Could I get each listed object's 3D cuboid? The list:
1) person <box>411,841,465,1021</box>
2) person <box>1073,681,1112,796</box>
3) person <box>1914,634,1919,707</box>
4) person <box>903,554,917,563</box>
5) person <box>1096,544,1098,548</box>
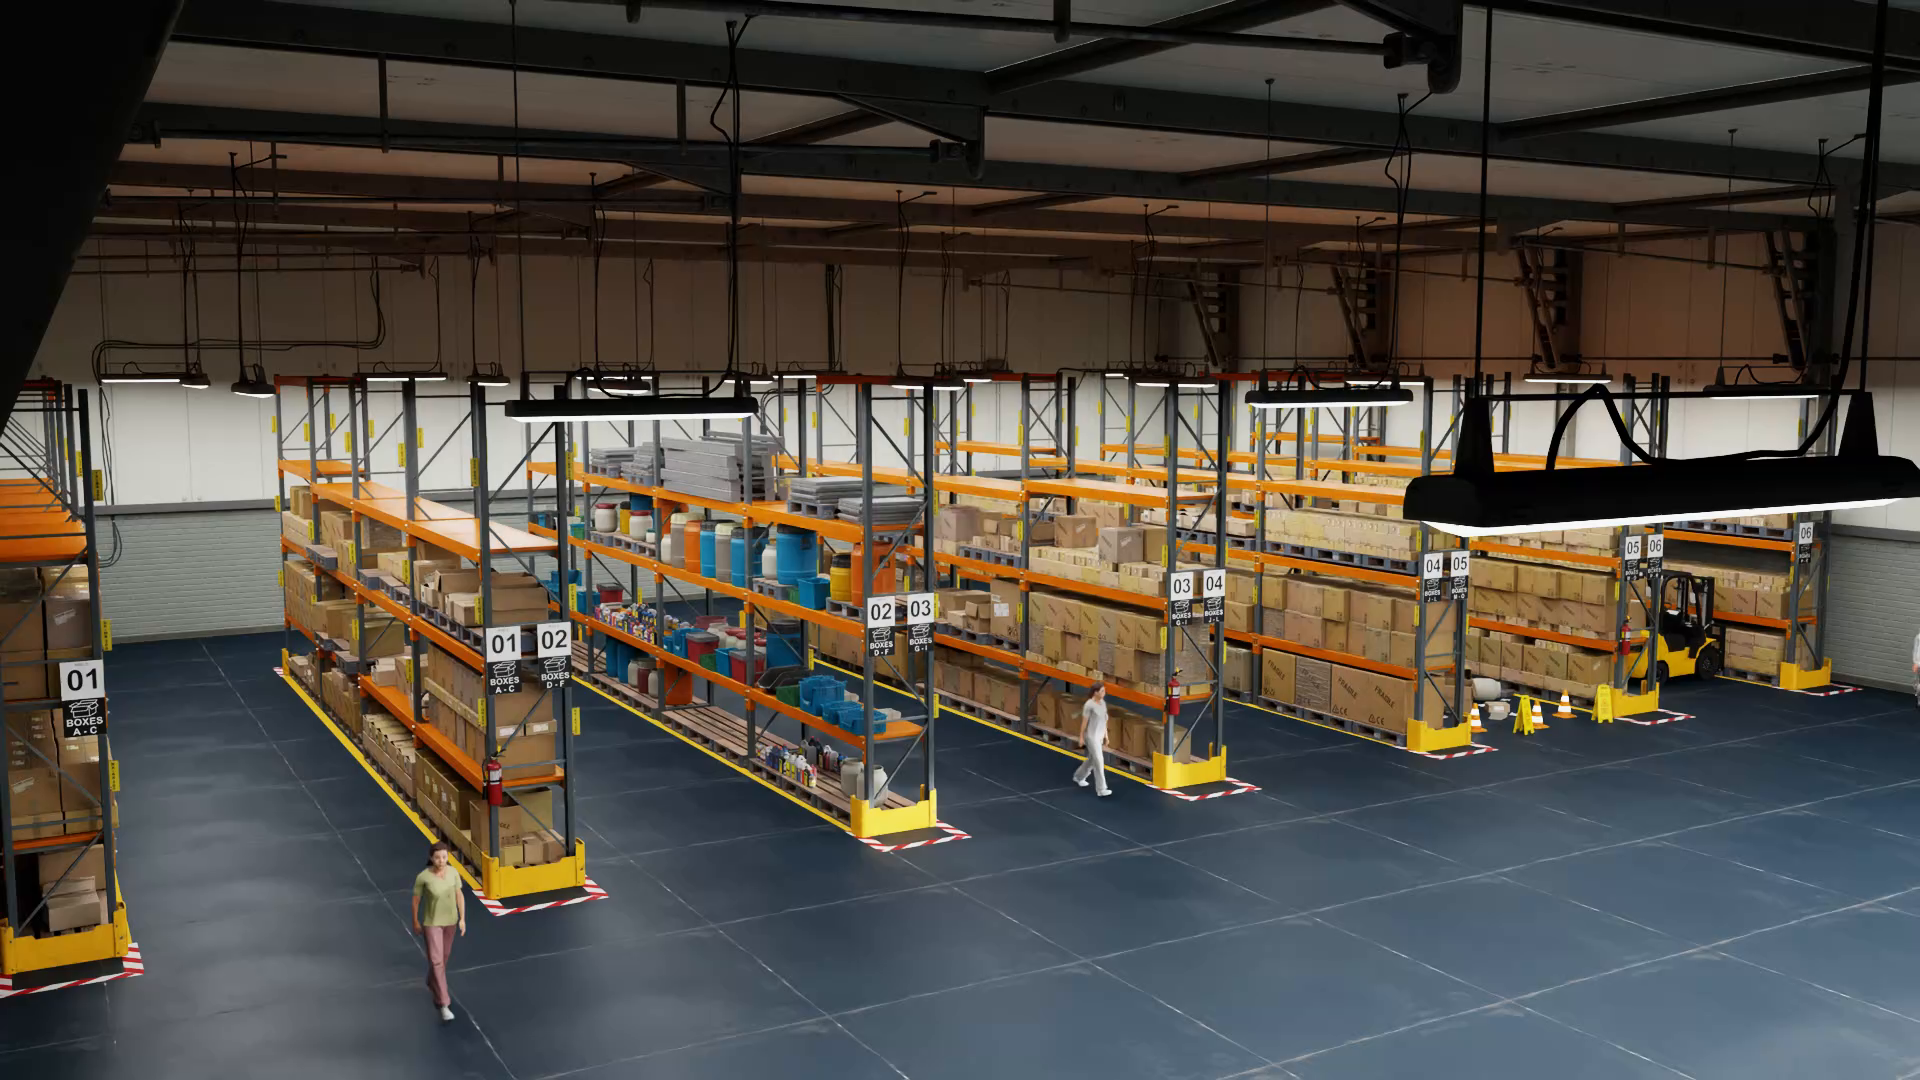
[{"bbox_3d":[-5.015,3.736,16.153,0.457,1.623,0.964,-6,9,-43],"label":"person"},{"bbox_3d":[1.950,2.870,24.259,0.869,1.647,0.456,5,8,39],"label":"person"},{"bbox_3d":[17.270,2.225,29.570,0.536,1.744,0.919,4,7,31],"label":"person"},{"bbox_3d":[-1.308,0.891,42.607,0.467,1.626,0.694,1,6,9],"label":"person"},{"bbox_3d":[3.521,0.629,44.351,0.619,1.670,0.459,-4,7,-31],"label":"person"}]
